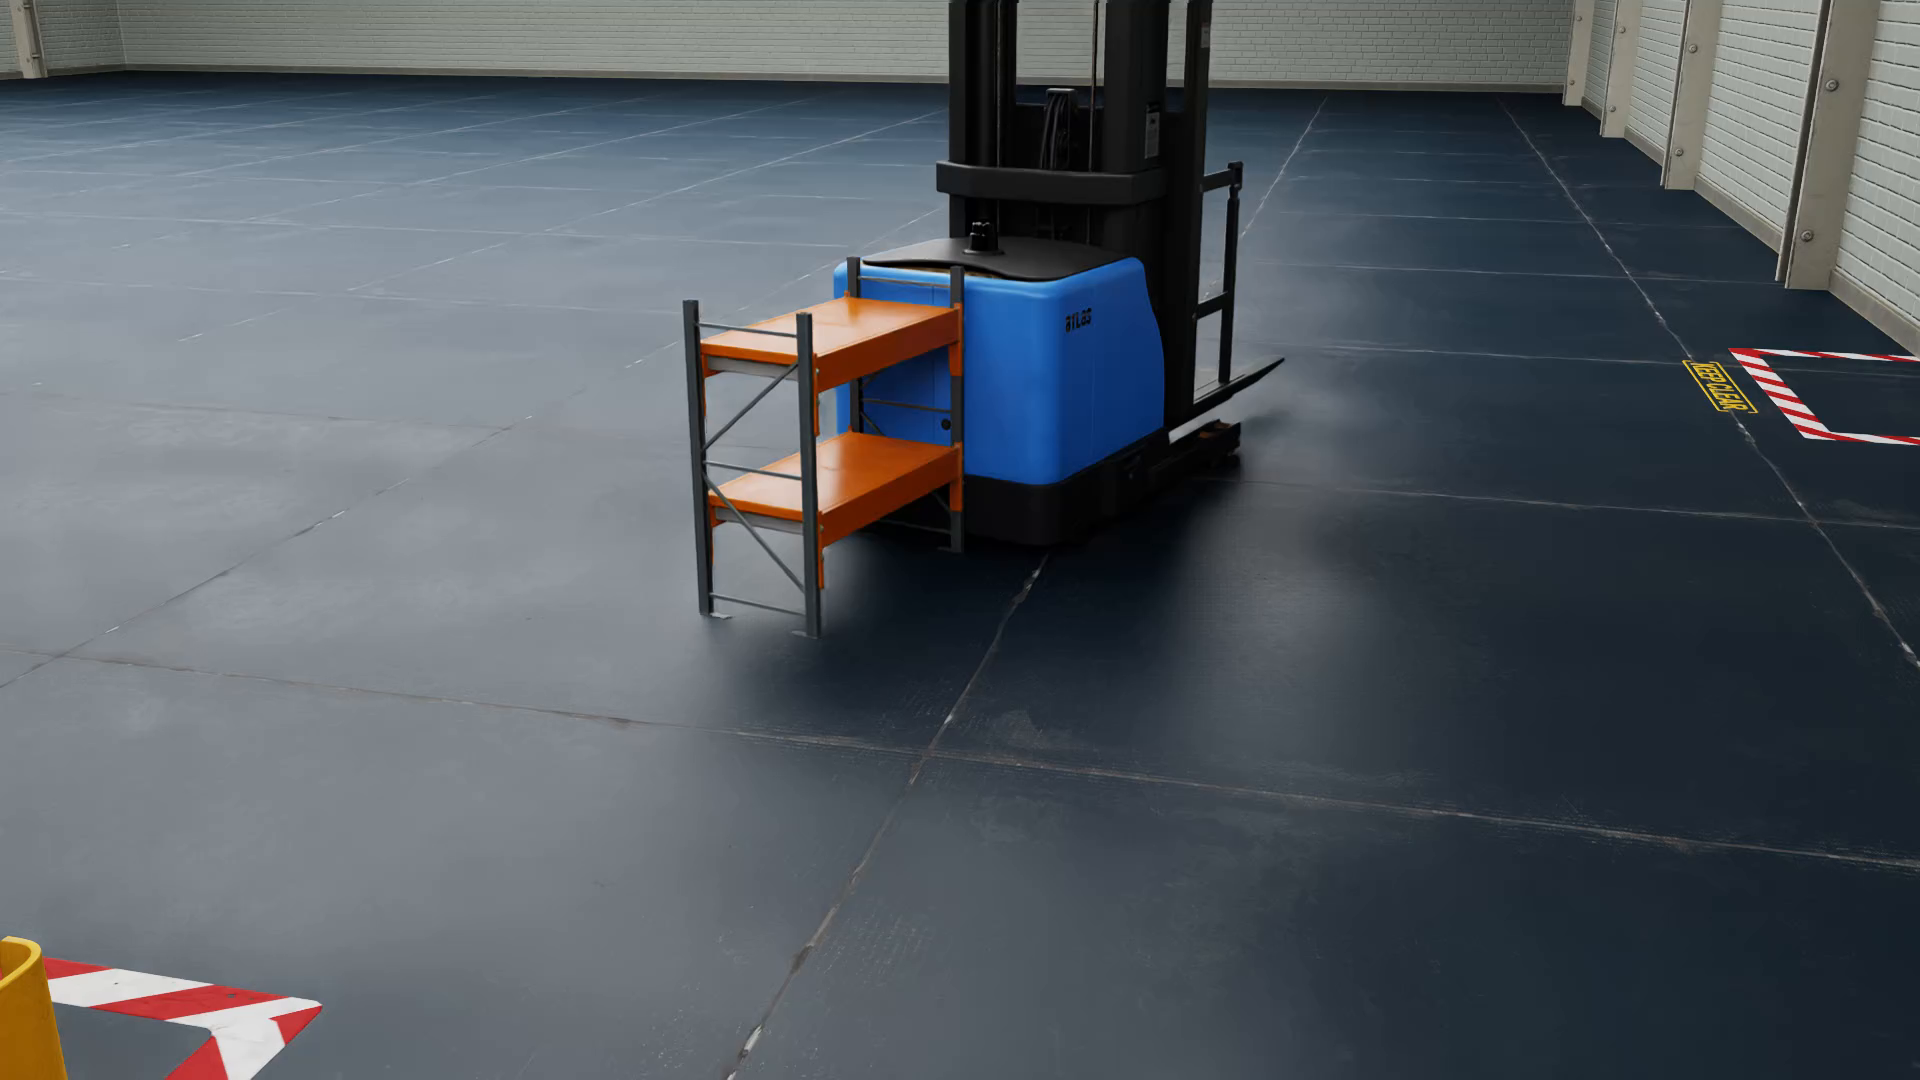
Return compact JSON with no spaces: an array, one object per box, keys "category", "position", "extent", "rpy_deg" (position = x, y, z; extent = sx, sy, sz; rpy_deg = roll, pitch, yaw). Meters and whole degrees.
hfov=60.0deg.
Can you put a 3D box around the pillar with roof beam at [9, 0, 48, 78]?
[{"category":"pillar with roof beam","position":[-15.812,-13.912,33.497],"extent":[9.100,9.000,0.400],"rpy_deg":[5,19,13]}]

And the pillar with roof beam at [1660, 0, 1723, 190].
[{"category":"pillar with roof beam","position":[3.452,-8.343,17.192],"extent":[9.100,9.000,0.400],"rpy_deg":[5,19,13]}]

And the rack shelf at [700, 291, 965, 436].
[{"category":"rack shelf","position":[-0.455,-0.653,5.953],"extent":[0.538,0.278,1.000],"rpy_deg":[10,21,27]}]

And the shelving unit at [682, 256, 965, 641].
[{"category":"shelving unit","position":[-0.455,-0.376,6.048],"extent":[0.538,1.125,1.048],"rpy_deg":[10,21,27]}]

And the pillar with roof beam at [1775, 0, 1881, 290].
[{"category":"pillar with roof beam","position":[1.986,-6.463,11.687],"extent":[9.100,9.000,0.400],"rpy_deg":[5,19,13]}]

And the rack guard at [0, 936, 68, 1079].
[{"category":"rack guard","position":[-2.237,0.975,3.060],"extent":[1.175,0.500,0.348],"rpy_deg":[5,19,13]}]

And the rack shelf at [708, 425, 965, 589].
[{"category":"rack shelf","position":[-0.455,-0.144,6.127],"extent":[0.538,0.278,1.000],"rpy_deg":[10,21,27]}]

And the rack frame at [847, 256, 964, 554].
[{"category":"rack frame","position":[-0.209,-0.520,6.469],"extent":[0.500,1.125,0.032],"rpy_deg":[10,21,27]}]

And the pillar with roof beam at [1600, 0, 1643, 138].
[{"category":"pillar with roof beam","position":[4.918,-10.224,22.698],"extent":[9.100,9.000,0.400],"rpy_deg":[5,19,13]}]

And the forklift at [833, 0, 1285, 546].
[{"category":"forklift","position":[0.668,-1.790,7.394],"extent":[1.130,2.935,3.031],"rpy_deg":[11,22,29]}]

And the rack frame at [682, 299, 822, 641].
[{"category":"rack frame","position":[-0.700,-0.232,5.627],"extent":[0.500,1.125,0.032],"rpy_deg":[10,21,27]}]

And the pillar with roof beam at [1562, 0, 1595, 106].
[{"category":"pillar with roof beam","position":[6.384,-12.105,28.204],"extent":[9.100,9.000,0.400],"rpy_deg":[5,19,13]}]
